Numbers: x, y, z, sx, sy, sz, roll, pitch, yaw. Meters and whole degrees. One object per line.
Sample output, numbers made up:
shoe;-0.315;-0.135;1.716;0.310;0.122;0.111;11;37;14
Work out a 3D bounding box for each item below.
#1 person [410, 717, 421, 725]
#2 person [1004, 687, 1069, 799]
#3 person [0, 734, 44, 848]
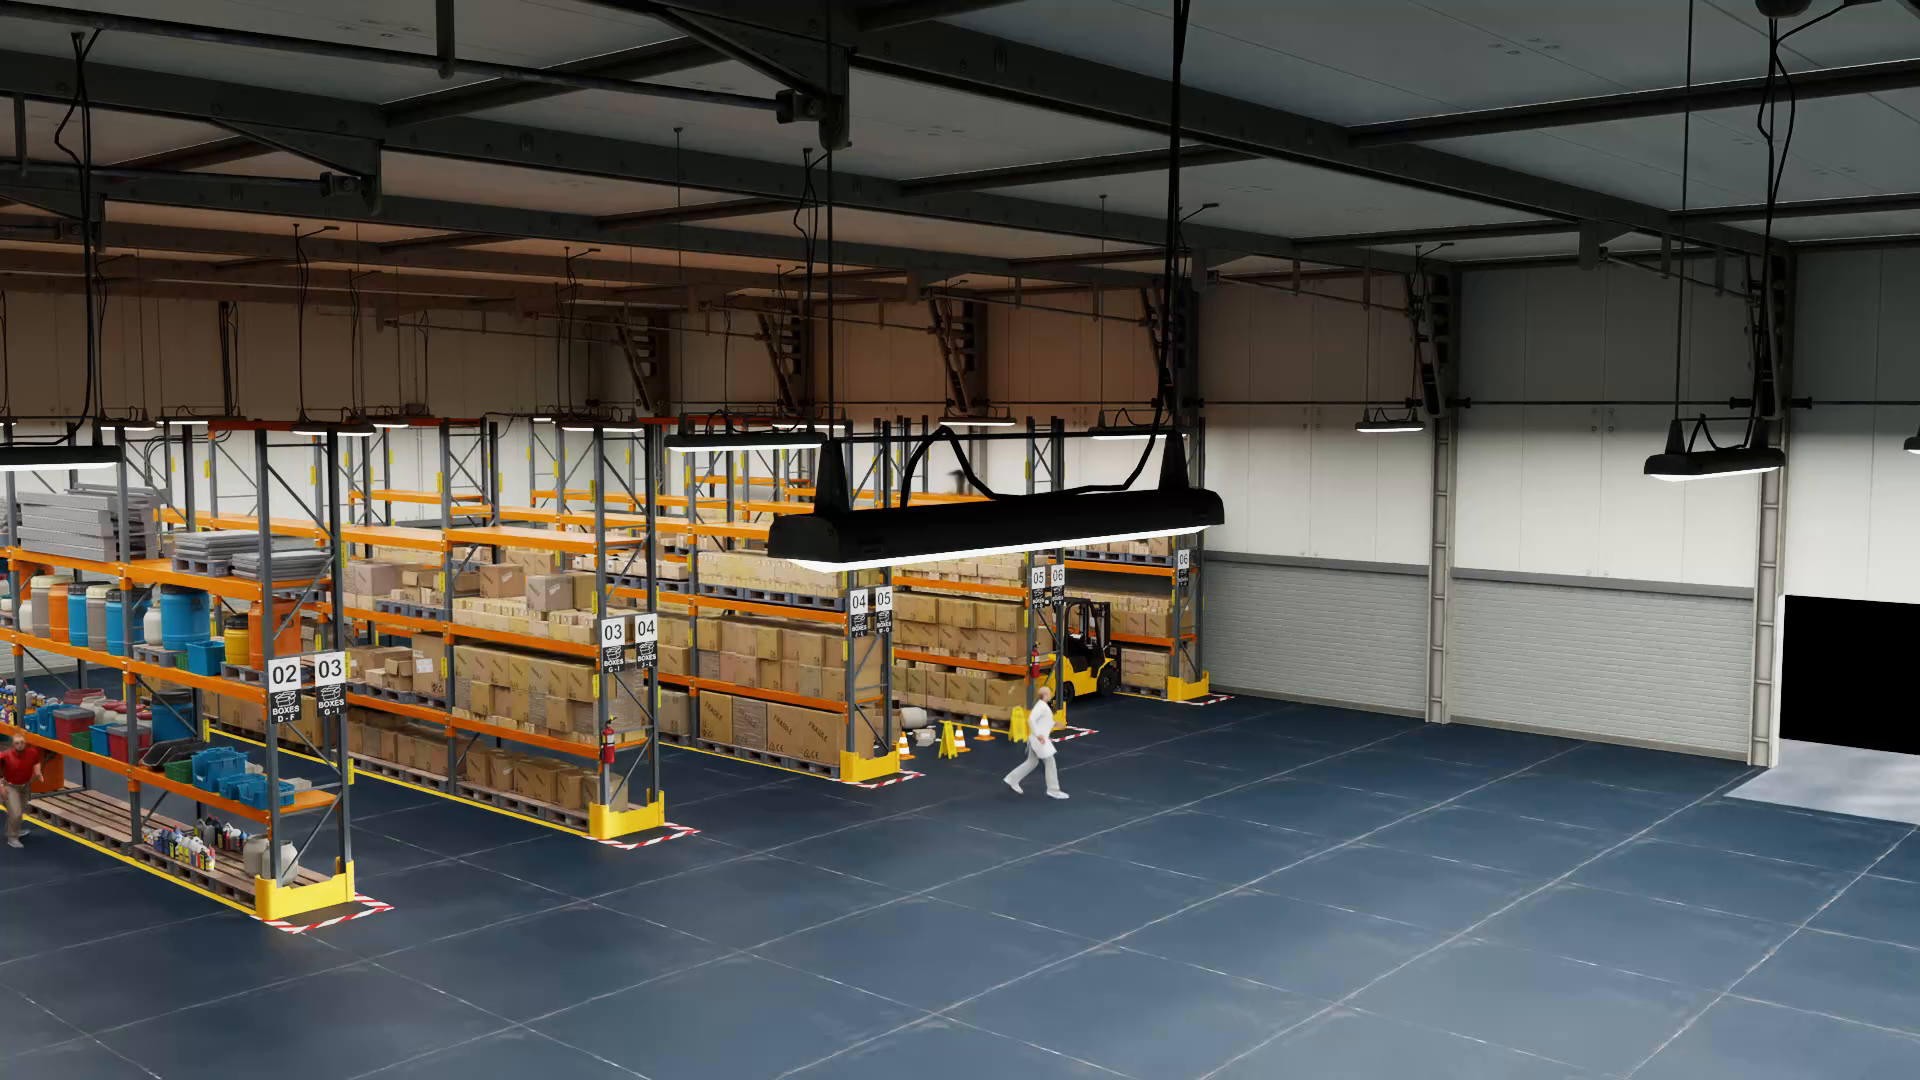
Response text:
person;-10.228;2.889;31.401;0.705;1.731;0.587;4;6;37
person;1.224;3.242;26.575;1.040;1.785;0.674;0;5;-6
person;-13.471;3.549;23.781;0.924;1.652;0.719;2;5;21
